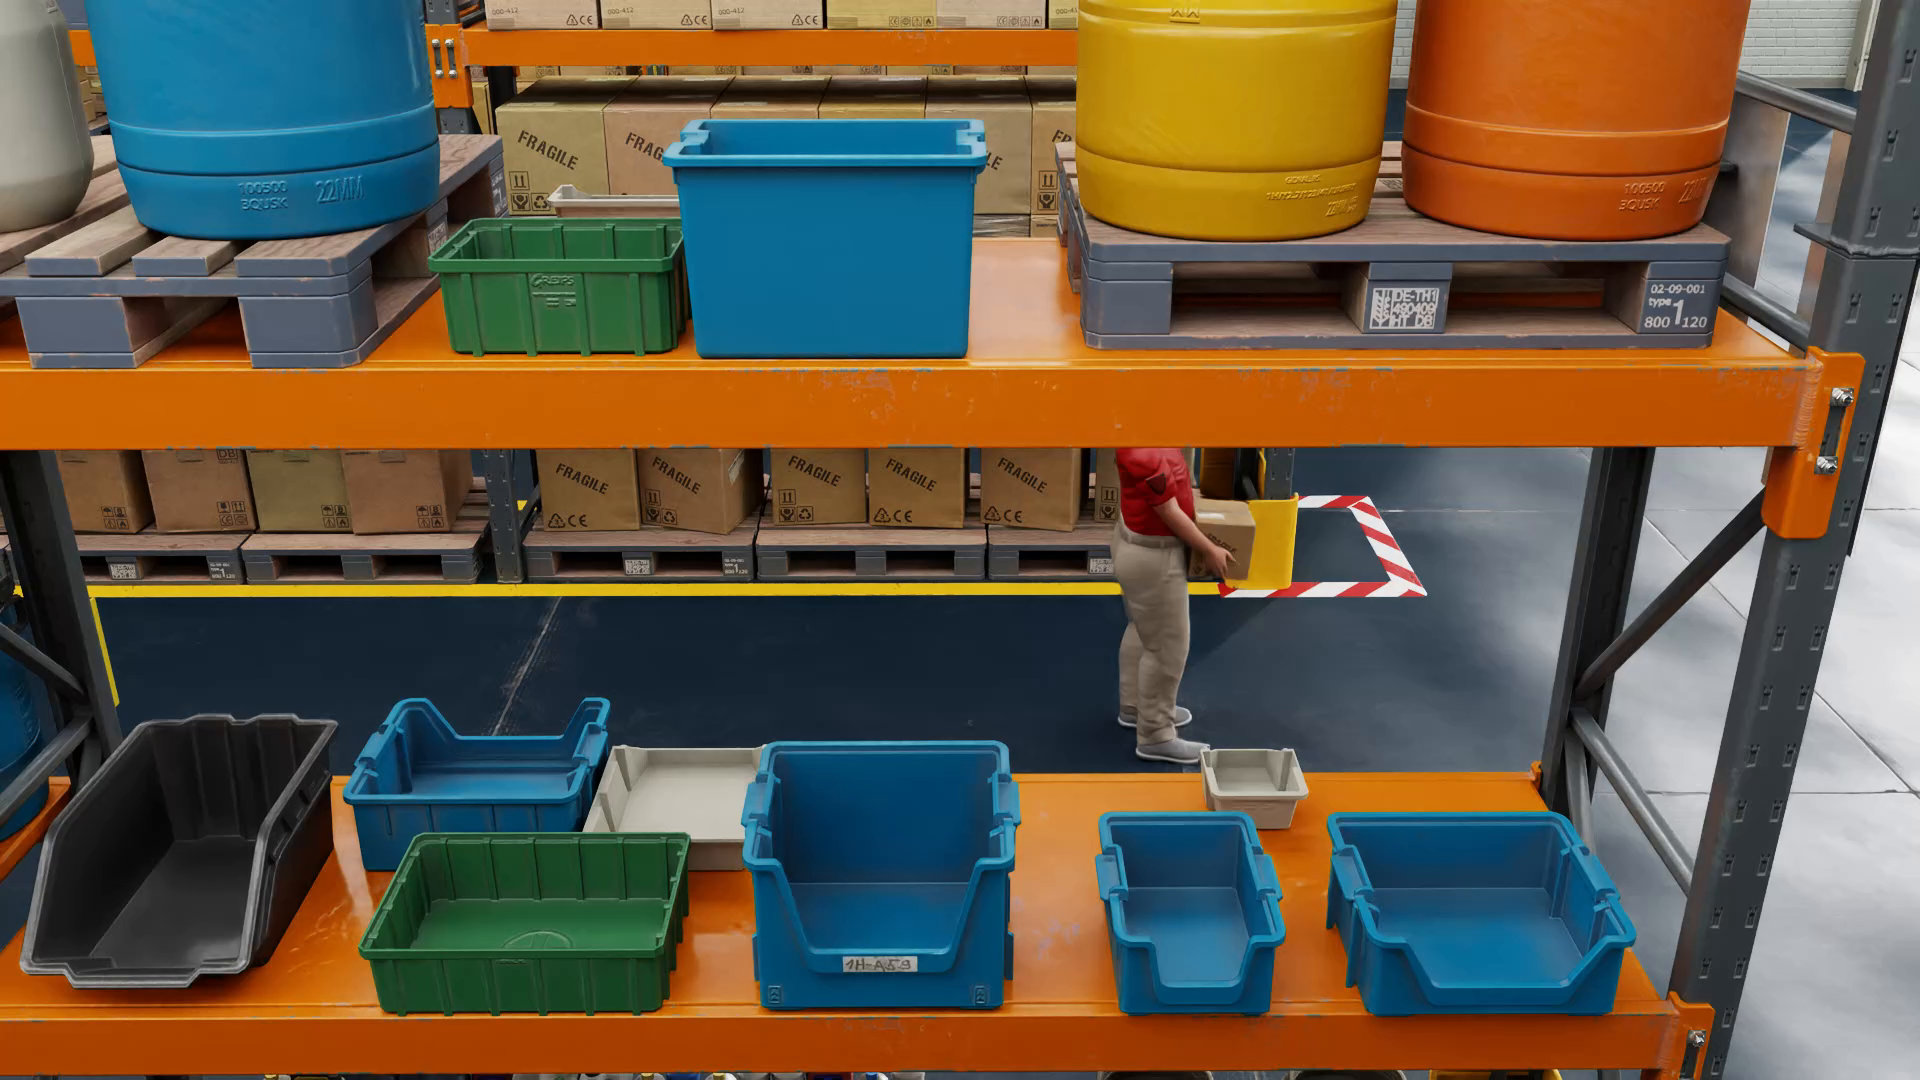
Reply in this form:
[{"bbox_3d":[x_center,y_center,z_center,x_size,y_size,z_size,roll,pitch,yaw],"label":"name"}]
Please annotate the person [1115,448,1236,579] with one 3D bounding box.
[{"bbox_3d":[0.880,-0.303,6.805,0.515,0.918,0.507,0,24,-1],"label":"person"}]
